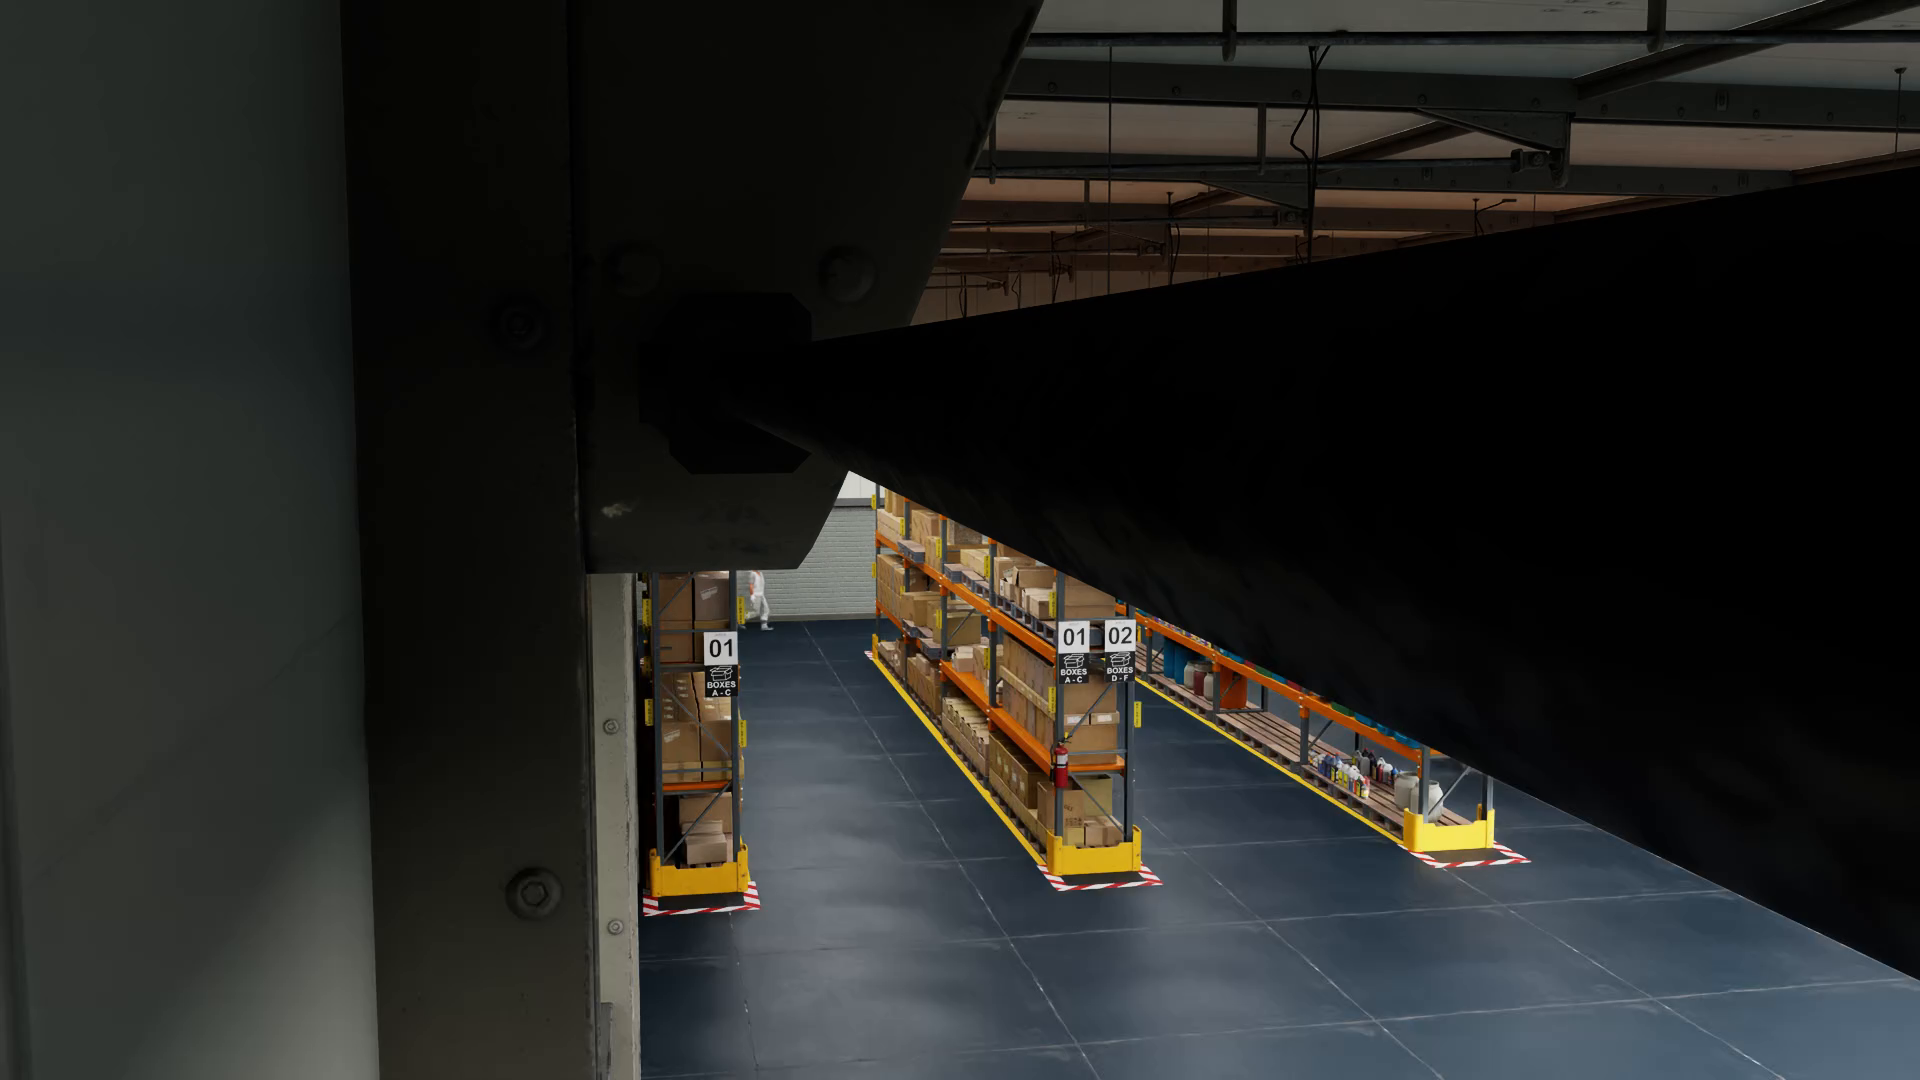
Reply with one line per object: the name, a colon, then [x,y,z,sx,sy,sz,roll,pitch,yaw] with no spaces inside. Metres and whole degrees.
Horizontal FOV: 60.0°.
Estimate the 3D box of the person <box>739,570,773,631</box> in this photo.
person: [-4.941,1.338,40.123,0.852,1.749,0.616,1,6,5]
